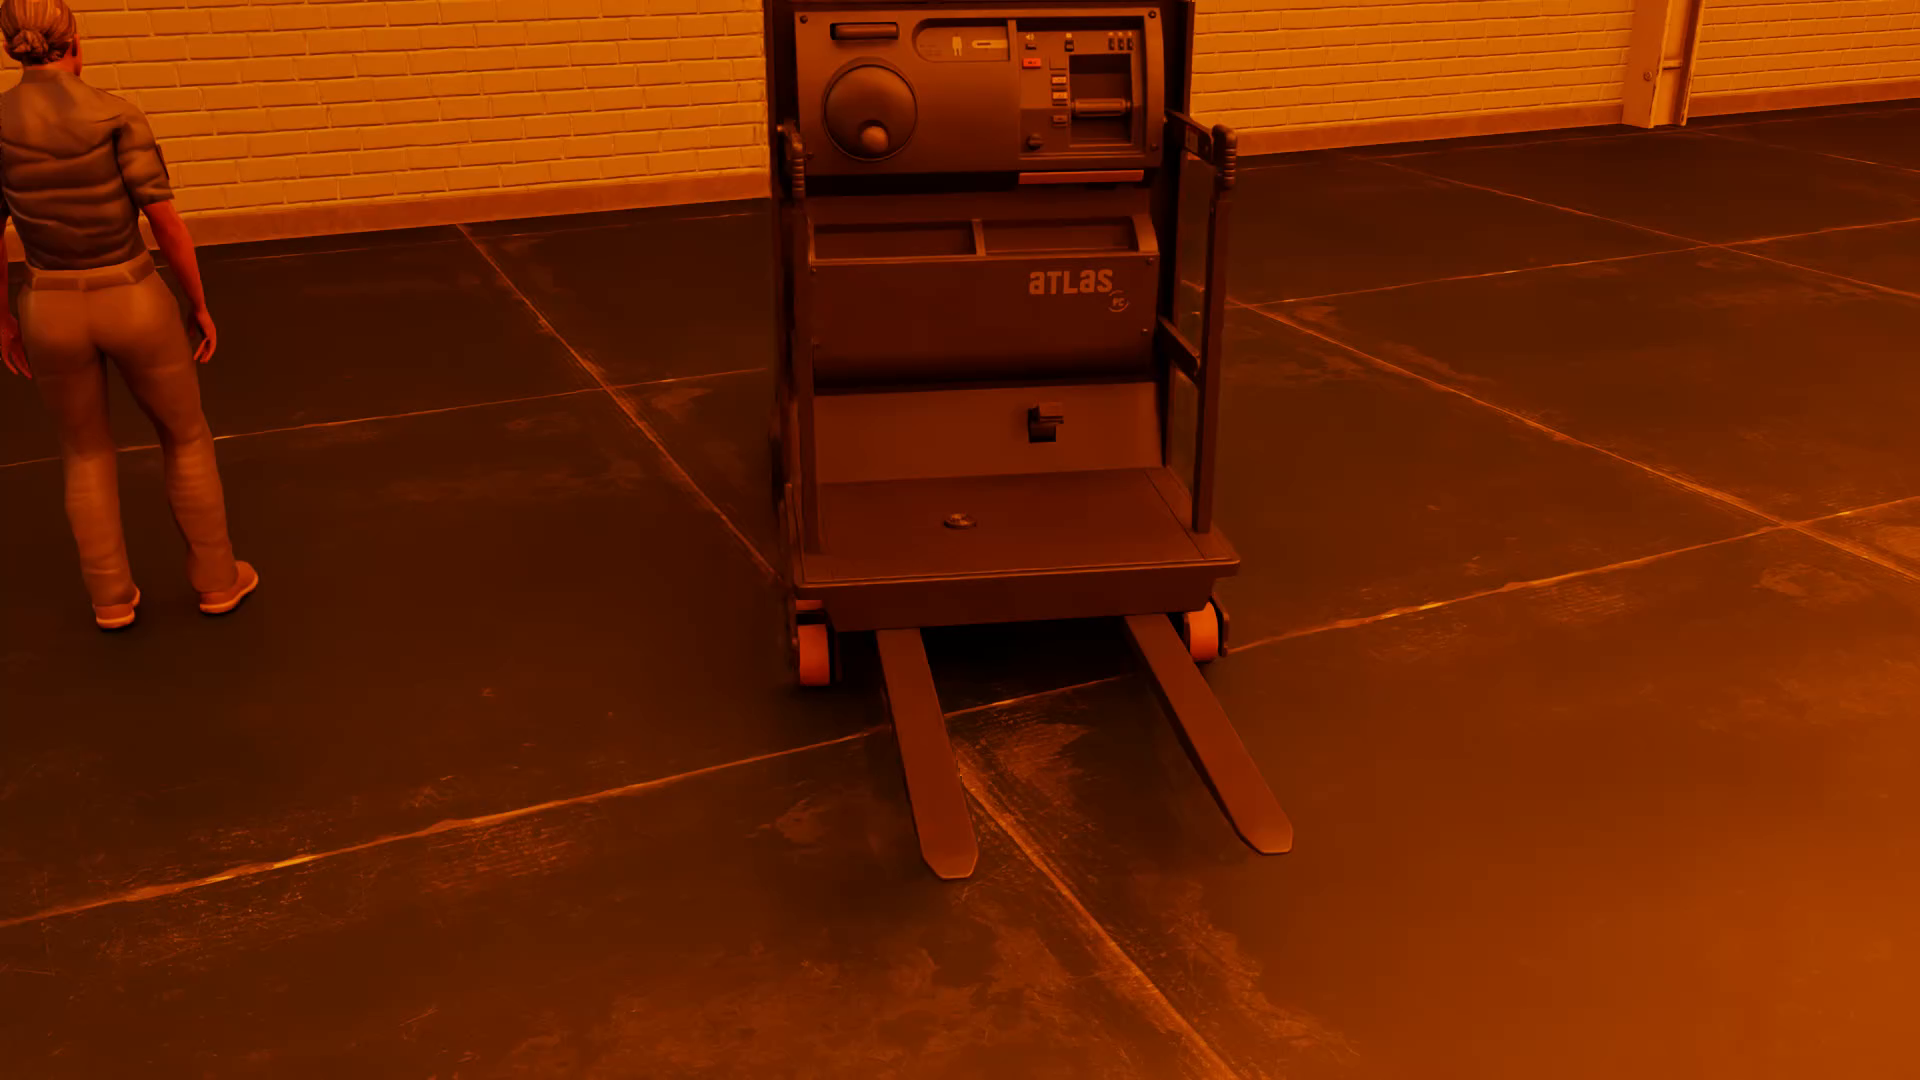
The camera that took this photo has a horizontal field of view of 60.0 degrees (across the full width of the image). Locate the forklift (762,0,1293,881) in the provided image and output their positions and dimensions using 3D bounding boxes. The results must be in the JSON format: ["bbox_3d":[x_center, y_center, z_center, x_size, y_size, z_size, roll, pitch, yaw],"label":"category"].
[{"bbox_3d":[0.085,-1.122,3.986,1.130,2.935,3.031,-3,23,-7],"label":"forklift"}]

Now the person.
[{"bbox_3d":[-2.230,-0.574,4.336,0.522,1.653,0.363,-6,23,-14],"label":"person"}]
